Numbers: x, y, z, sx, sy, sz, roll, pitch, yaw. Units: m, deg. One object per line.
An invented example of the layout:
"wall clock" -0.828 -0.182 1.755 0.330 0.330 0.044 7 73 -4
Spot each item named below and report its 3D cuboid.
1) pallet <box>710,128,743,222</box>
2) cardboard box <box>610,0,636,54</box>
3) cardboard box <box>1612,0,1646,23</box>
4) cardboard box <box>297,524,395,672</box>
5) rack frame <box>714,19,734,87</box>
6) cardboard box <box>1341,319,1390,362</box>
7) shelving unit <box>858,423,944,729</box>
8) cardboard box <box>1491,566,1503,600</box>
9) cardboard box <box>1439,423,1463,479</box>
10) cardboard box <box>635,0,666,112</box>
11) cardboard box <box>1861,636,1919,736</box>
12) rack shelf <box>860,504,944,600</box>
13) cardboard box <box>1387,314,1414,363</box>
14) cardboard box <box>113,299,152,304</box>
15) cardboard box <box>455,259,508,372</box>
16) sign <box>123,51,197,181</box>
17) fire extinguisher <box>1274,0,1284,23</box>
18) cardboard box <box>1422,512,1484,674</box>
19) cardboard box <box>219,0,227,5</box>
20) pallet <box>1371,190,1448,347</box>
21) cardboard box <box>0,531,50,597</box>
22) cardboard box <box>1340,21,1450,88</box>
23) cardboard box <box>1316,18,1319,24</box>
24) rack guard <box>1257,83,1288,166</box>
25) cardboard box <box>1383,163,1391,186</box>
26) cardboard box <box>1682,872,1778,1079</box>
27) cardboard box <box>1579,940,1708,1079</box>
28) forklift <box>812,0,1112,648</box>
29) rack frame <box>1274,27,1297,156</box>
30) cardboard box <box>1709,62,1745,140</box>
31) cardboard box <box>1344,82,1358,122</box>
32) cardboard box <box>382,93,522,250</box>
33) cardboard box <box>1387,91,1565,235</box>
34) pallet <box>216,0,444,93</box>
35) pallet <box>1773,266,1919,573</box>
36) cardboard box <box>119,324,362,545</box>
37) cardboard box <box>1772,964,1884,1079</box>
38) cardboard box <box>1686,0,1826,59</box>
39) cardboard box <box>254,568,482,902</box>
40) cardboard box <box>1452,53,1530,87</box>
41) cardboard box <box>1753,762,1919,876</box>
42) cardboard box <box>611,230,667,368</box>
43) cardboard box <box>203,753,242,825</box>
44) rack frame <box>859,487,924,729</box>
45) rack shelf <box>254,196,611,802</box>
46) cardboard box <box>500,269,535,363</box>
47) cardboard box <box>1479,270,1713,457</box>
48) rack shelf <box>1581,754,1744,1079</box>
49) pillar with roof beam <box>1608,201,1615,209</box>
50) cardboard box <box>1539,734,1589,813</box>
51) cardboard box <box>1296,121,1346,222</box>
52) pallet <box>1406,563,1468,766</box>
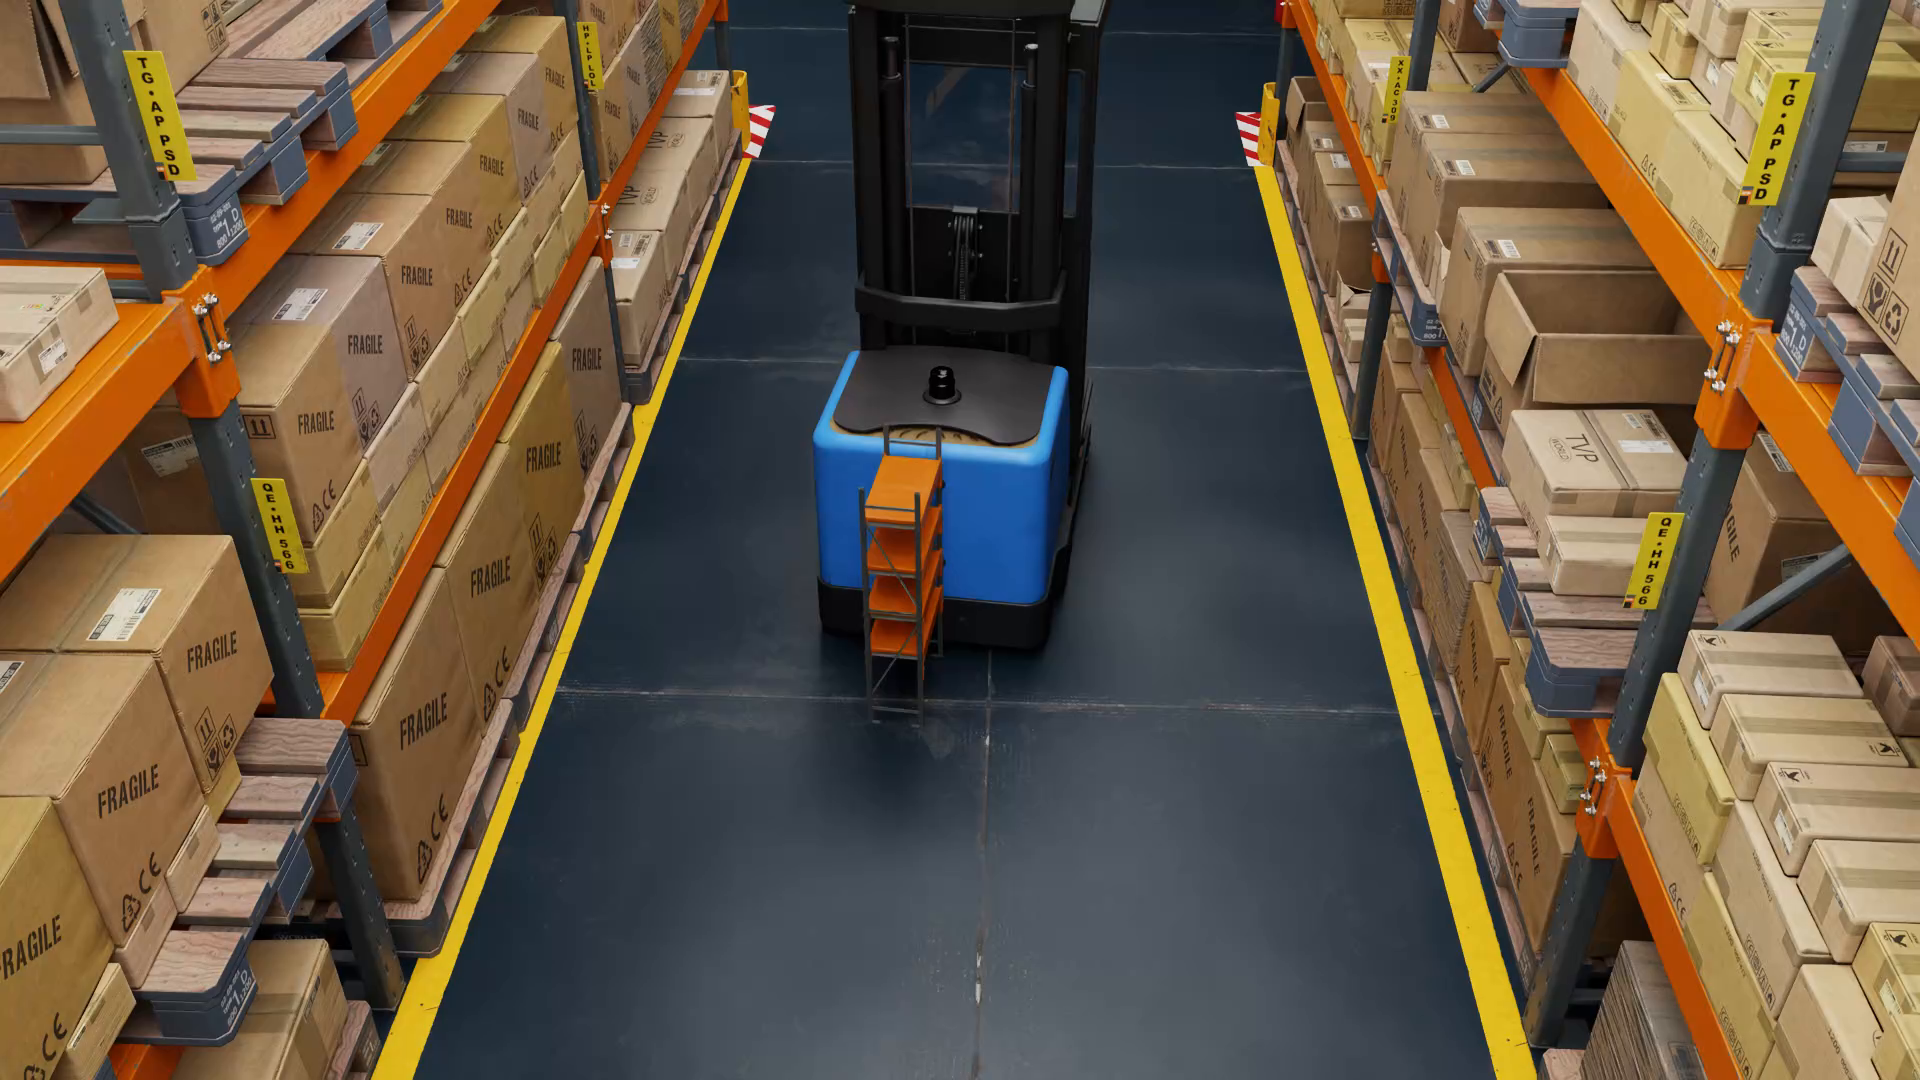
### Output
"pallet" -2.122 -2.598 11.763 1.003 0.211 1.213 1 35 2
"cardboard box" -2.041 -2.910 8.825 0.500 0.500 0.500 1 35 1
"cardboard box" 2.322 -1.768 5.332 0.380 0.149 0.250 2 35 3
"cardboard box" -2.219 0.183 5.512 0.500 0.250 0.500 1 35 1
"rack frame" -2.168 -4.200 11.617 1.000 3.000 0.127 1 35 2
"cardboard box" 2.360 -1.121 9.351 0.380 0.149 0.250 0 35 0
"shelving unit" -0.235 0.162 6.976 0.258 1.200 0.503 5 35 7
"cardboard box" 2.337 0.203 6.597 0.380 0.149 0.250 1 35 1
"cardboard box" 2.373 -0.394 7.447 0.380 0.149 0.250 1 35 2
"cardboard box" -1.998 -2.781 9.511 0.500 0.500 0.500 2 35 2
"cardboard box" 2.659 0.394 4.429 0.380 0.149 0.250 2 35 3
"rack shelf" -0.235 0.034 6.886 0.258 0.148 0.480 5 35 7
"cardboard box" 2.351 -1.004 8.314 0.380 0.149 0.250 3 35 4
"cardboard box" -2.718 -0.651 5.612 0.500 0.500 0.500 2 35 3
"cardboard box" -2.135 -0.906 6.626 0.500 0.250 0.500 2 35 3
"sign" -1.948 -1.028 4.046 0.100 0.325 0.005 1 35 2
"fire extinguisher" 2.336 -3.998 11.722 0.296 0.674 0.183 1 35 2
"cardboard box" 2.324 0.225 7.130 0.500 0.500 0.500 0 35 0
"cardboard box" -2.709 -2.063 5.515 0.500 0.500 0.500 2 35 2
"pallet" 2.490 -1.254 7.592 1.003 0.211 1.213 1 35 2
"cardboard box" -2.739 0.315 4.482 0.500 0.500 0.500 0 35 1
"cardboard box" 2.446 -2.722 9.386 0.500 0.250 0.500 1 35 2
"cardboard box" 2.493 -3.359 10.639 0.380 0.149 0.250 2 35 3
"rack guard" 2.788 -3.021 12.114 1.175 0.500 0.348 1 35 2
"cardboard box" 2.391 -1.875 8.528 0.380 0.149 0.250 2 35 3
"cardboard box" 2.183 1.109 4.194 0.500 0.250 0.500 1 35 1
"cardboard box" 2.431 1.667 4.970 0.875 0.625 0.625 2 35 3
"forklift" 0.099 -1.554 7.912 1.130 2.935 3.031 5 35 7
"rack frame" 2.791 -4.087 11.457 1.000 3.000 0.127 1 35 2
"cardboard box" 2.274 -1.178 4.492 0.380 0.149 0.250 1 35 1
"cardboard box" 2.386 -2.473 9.378 0.380 0.149 0.250 1 35 1
"cardboard box" -2.149 -1.501 6.820 0.500 0.500 0.500 2 35 3
"cardboard box" 2.388 -1.729 7.649 0.700 0.500 0.500 2 35 3
"pallet" -2.475 -1.767 5.711 1.003 0.211 1.213 3 35 4
"pallet" 2.532 -0.249 3.551 1.213 0.211 1.003 3 35 4
"cardboard box" -2.226 -0.331 5.156 0.500 0.500 0.500 0 35 0
"cardboard box" 2.148 1.203 3.625 0.500 0.250 0.500 0 35 1
"cardboard box" 2.265 -1.448 4.619 0.380 0.149 0.250 0 35 0
"cardboard box" -2.379 0.699 6.129 0.875 0.875 0.875 1 35 1
"cardboard box" 2.934 -2.416 8.951 0.500 0.250 0.500 1 35 1
"cardboard box" 2.169 0.681 4.022 0.380 0.149 0.250 2 35 3
"cardboard box" -2.197 -1.383 9.473 0.875 0.438 0.875 1 35 1
"cardboard box" -2.206 0.677 4.531 0.380 0.149 0.250 2 35 3
"rack frame" -0.274 0.300 6.779 0.240 1.200 0.015 5 35 7
"rack shelf" -2.409 -0.458 6.919 1.077 0.370 4.000 1 35 2
"cardboard box" -2.156 -0.995 7.187 0.500 0.250 0.500 0 35 1
"cardboard box" 2.351 -0.647 6.107 0.797 0.503 0.637 1 35 1
"rack shelf" 2.390 1.952 3.489 1.077 0.370 4.000 1 35 2
"pillar with roof beam" -0.742 -4.722 7.143 9.100 9.000 0.400 1 35 2
"cardboard box" 2.237 0.805 5.740 0.380 0.149 0.250 0 35 0
"cardboard box" 2.599 -2.397 10.860 0.700 0.500 0.500 3 35 4
"pallet" 2.590 0.523 7.323 1.003 0.211 1.213 1 35 2
